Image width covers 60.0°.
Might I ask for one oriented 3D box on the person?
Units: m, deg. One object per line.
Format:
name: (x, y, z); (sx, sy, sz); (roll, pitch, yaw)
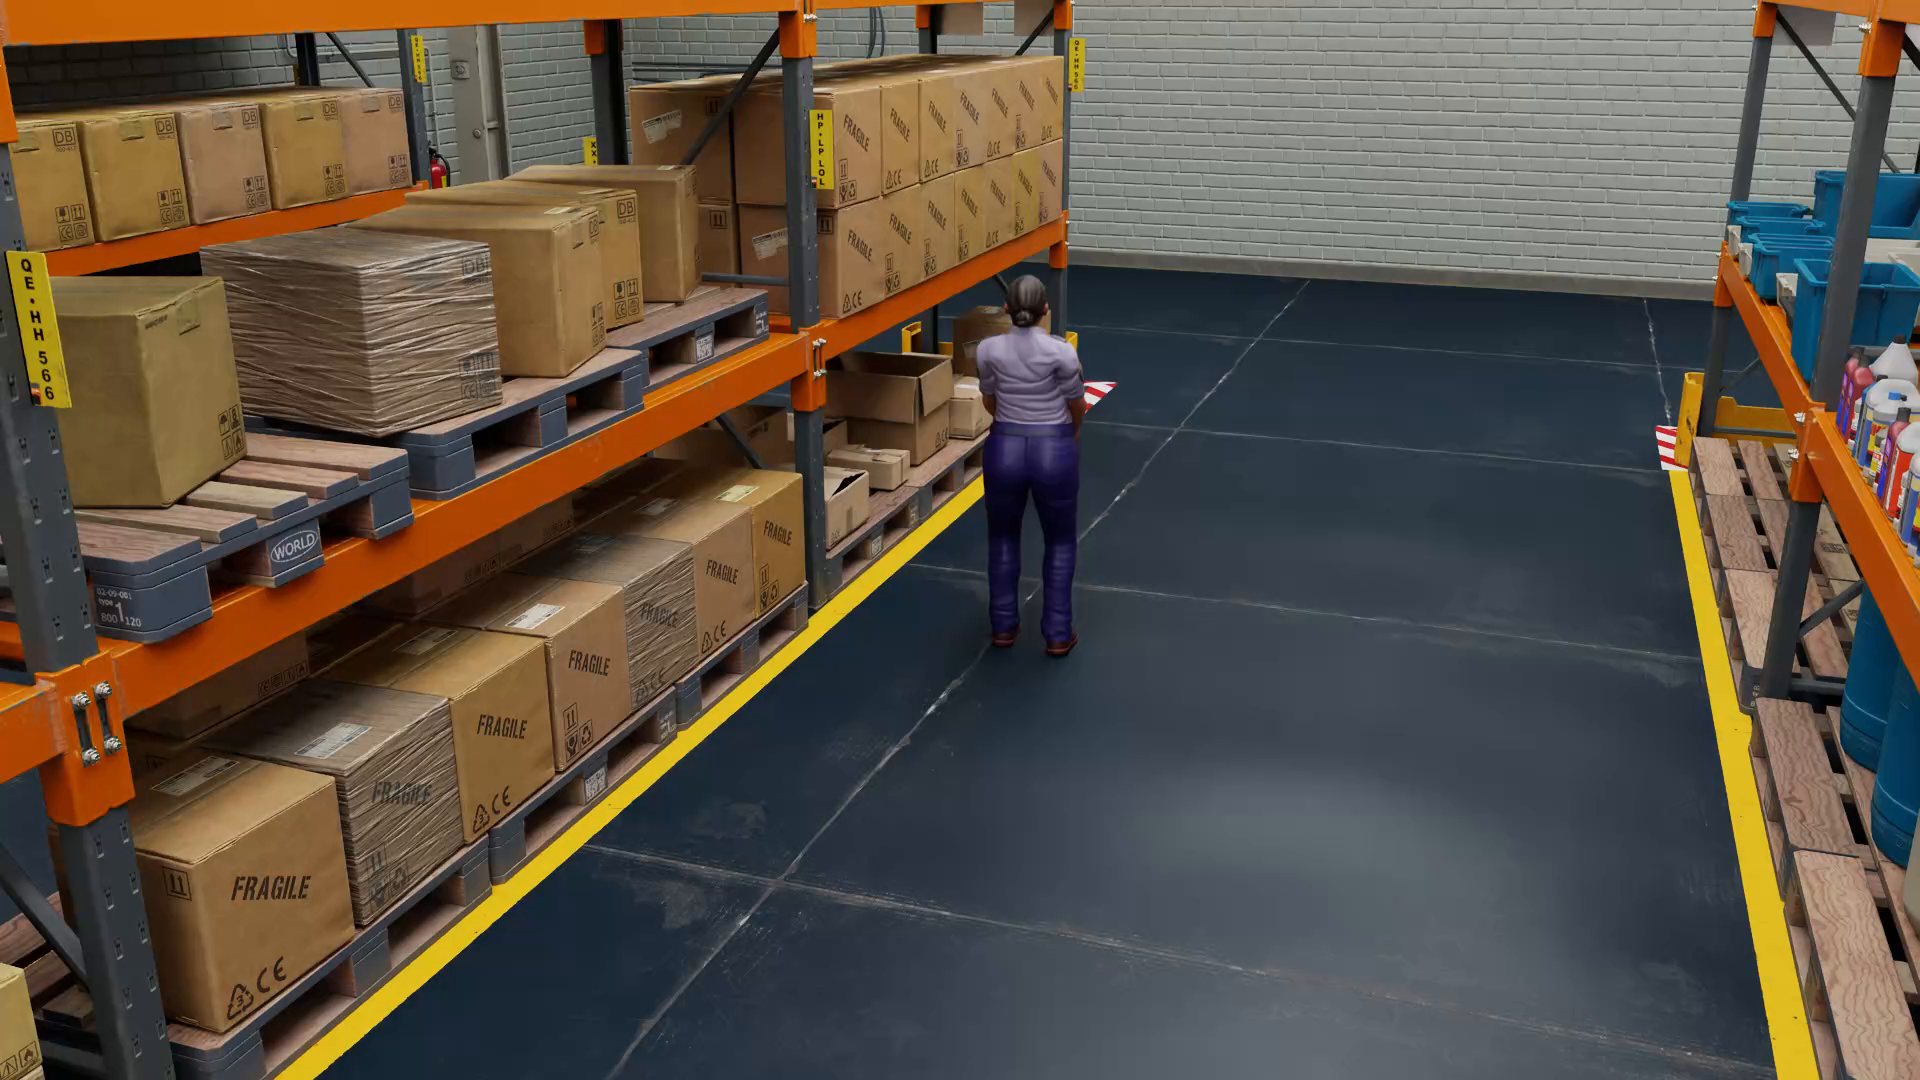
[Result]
person: (0.313, -0.337, 7.096); (0.453, 1.639, 0.520); (4, 19, 12)
